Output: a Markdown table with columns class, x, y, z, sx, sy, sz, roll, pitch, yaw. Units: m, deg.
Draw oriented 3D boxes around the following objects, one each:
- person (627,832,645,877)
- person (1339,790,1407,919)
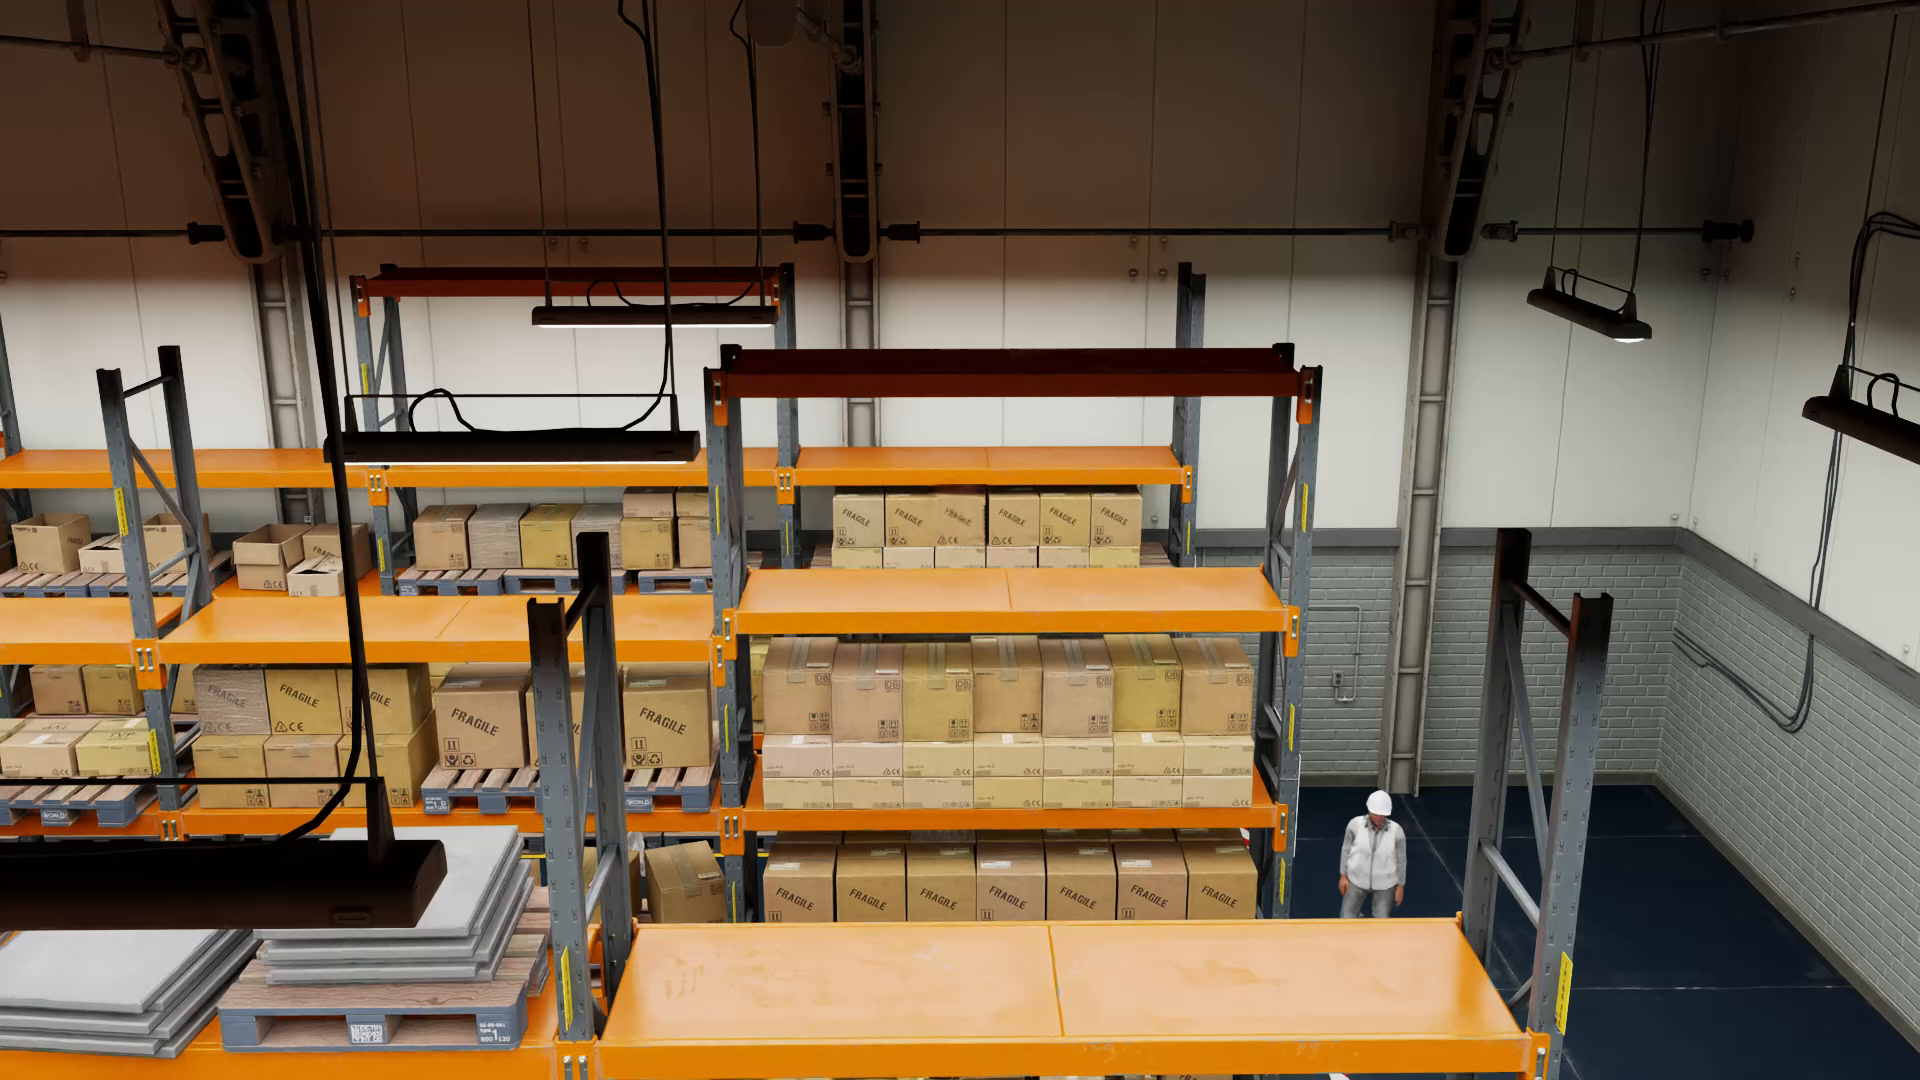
| class | x | y | z | sx | sy | sz | roll | pitch | yaw |
| --- | --- | --- | --- | --- | --- | --- | --- | --- | --- |
| person | -3.171 | 3.008 | 15.220 | 0.876 | 1.646 | 0.505 | 2 | 16 | 7 |
| person | 3.705 | 3.038 | 14.934 | 0.577 | 1.766 | 0.619 | 5 | 17 | 16 |
